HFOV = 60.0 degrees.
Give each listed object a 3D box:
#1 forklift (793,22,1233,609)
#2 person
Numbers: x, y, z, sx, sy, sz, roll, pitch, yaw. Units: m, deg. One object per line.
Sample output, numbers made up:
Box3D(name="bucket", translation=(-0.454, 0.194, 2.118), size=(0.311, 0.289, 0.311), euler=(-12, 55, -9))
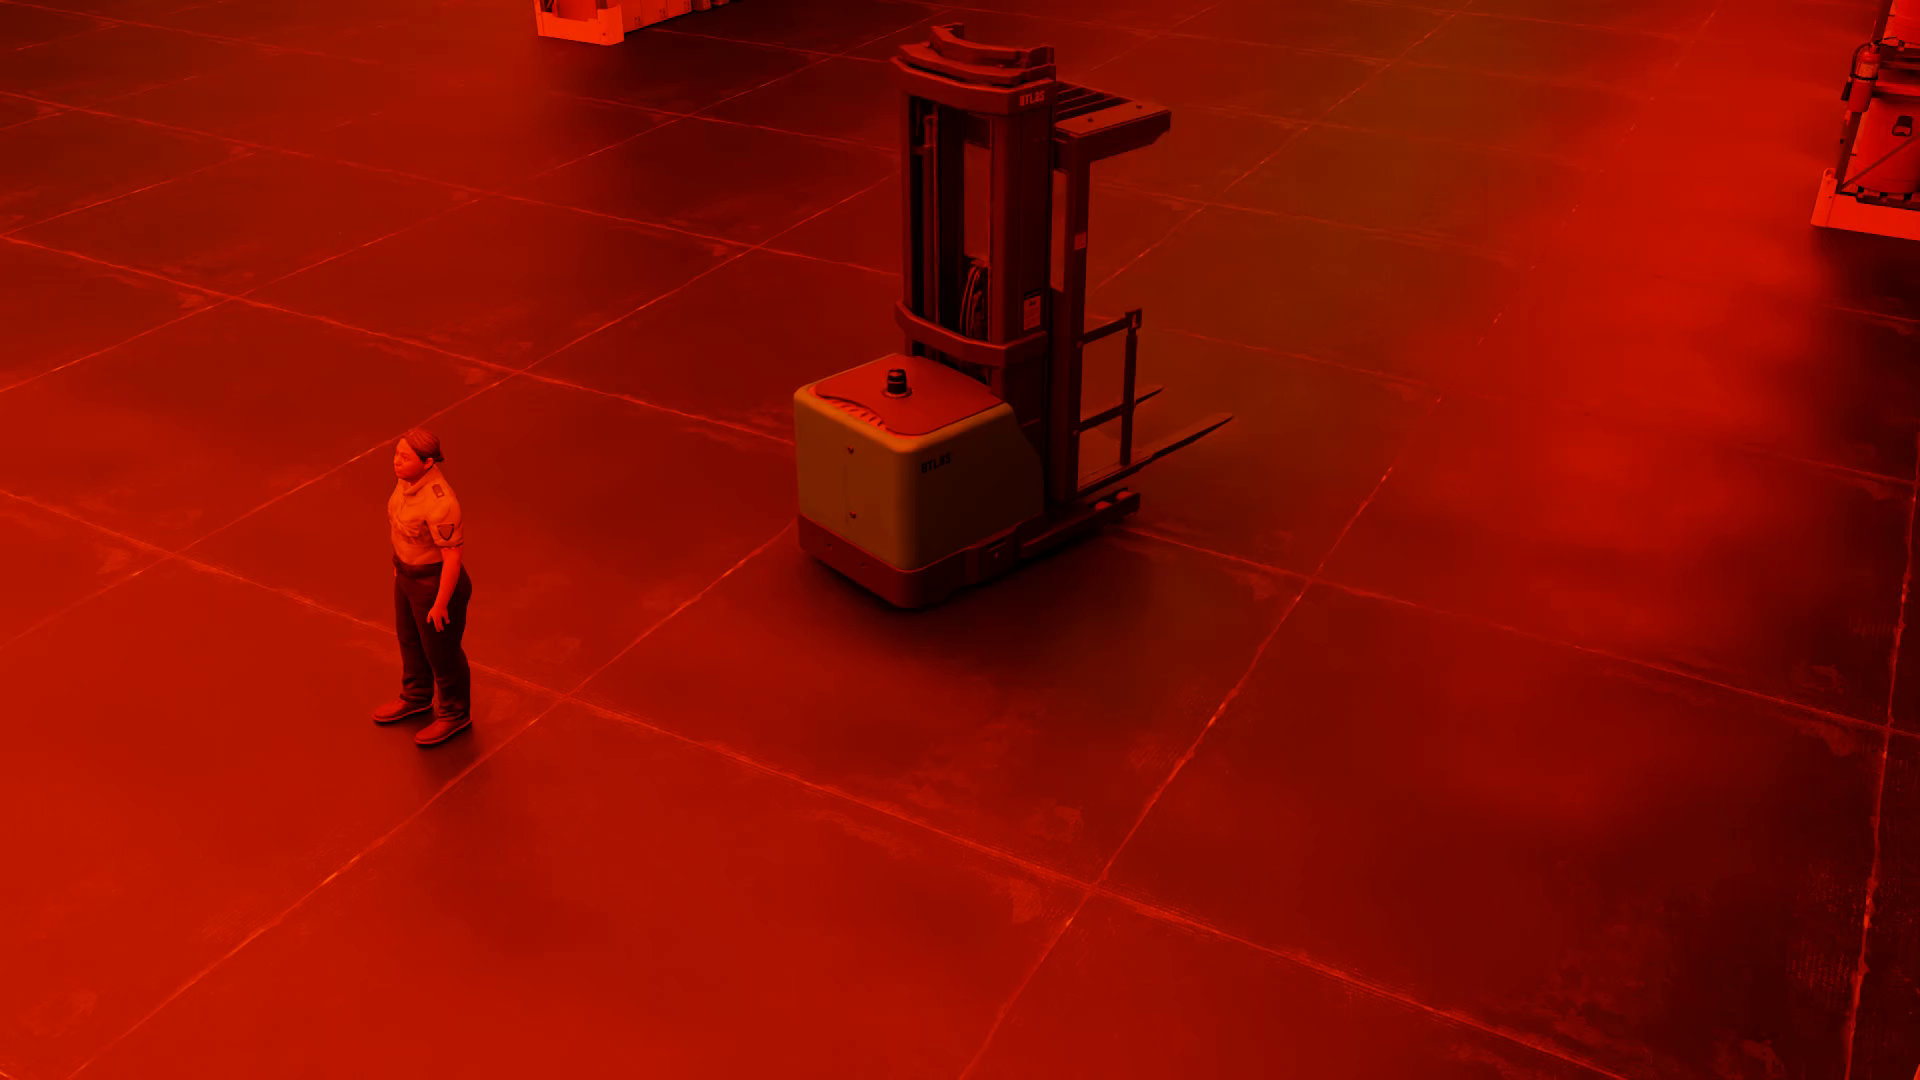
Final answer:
Box3D(name="forklift", translation=(0.470, -1.510, 9.686), size=(3.031, 2.935, 1.130), euler=(-25, 38, -36))
Box3D(name="person", translation=(-2.619, 0.229, 7.945), size=(0.502, 1.650, 0.598), euler=(-19, 35, -30))
